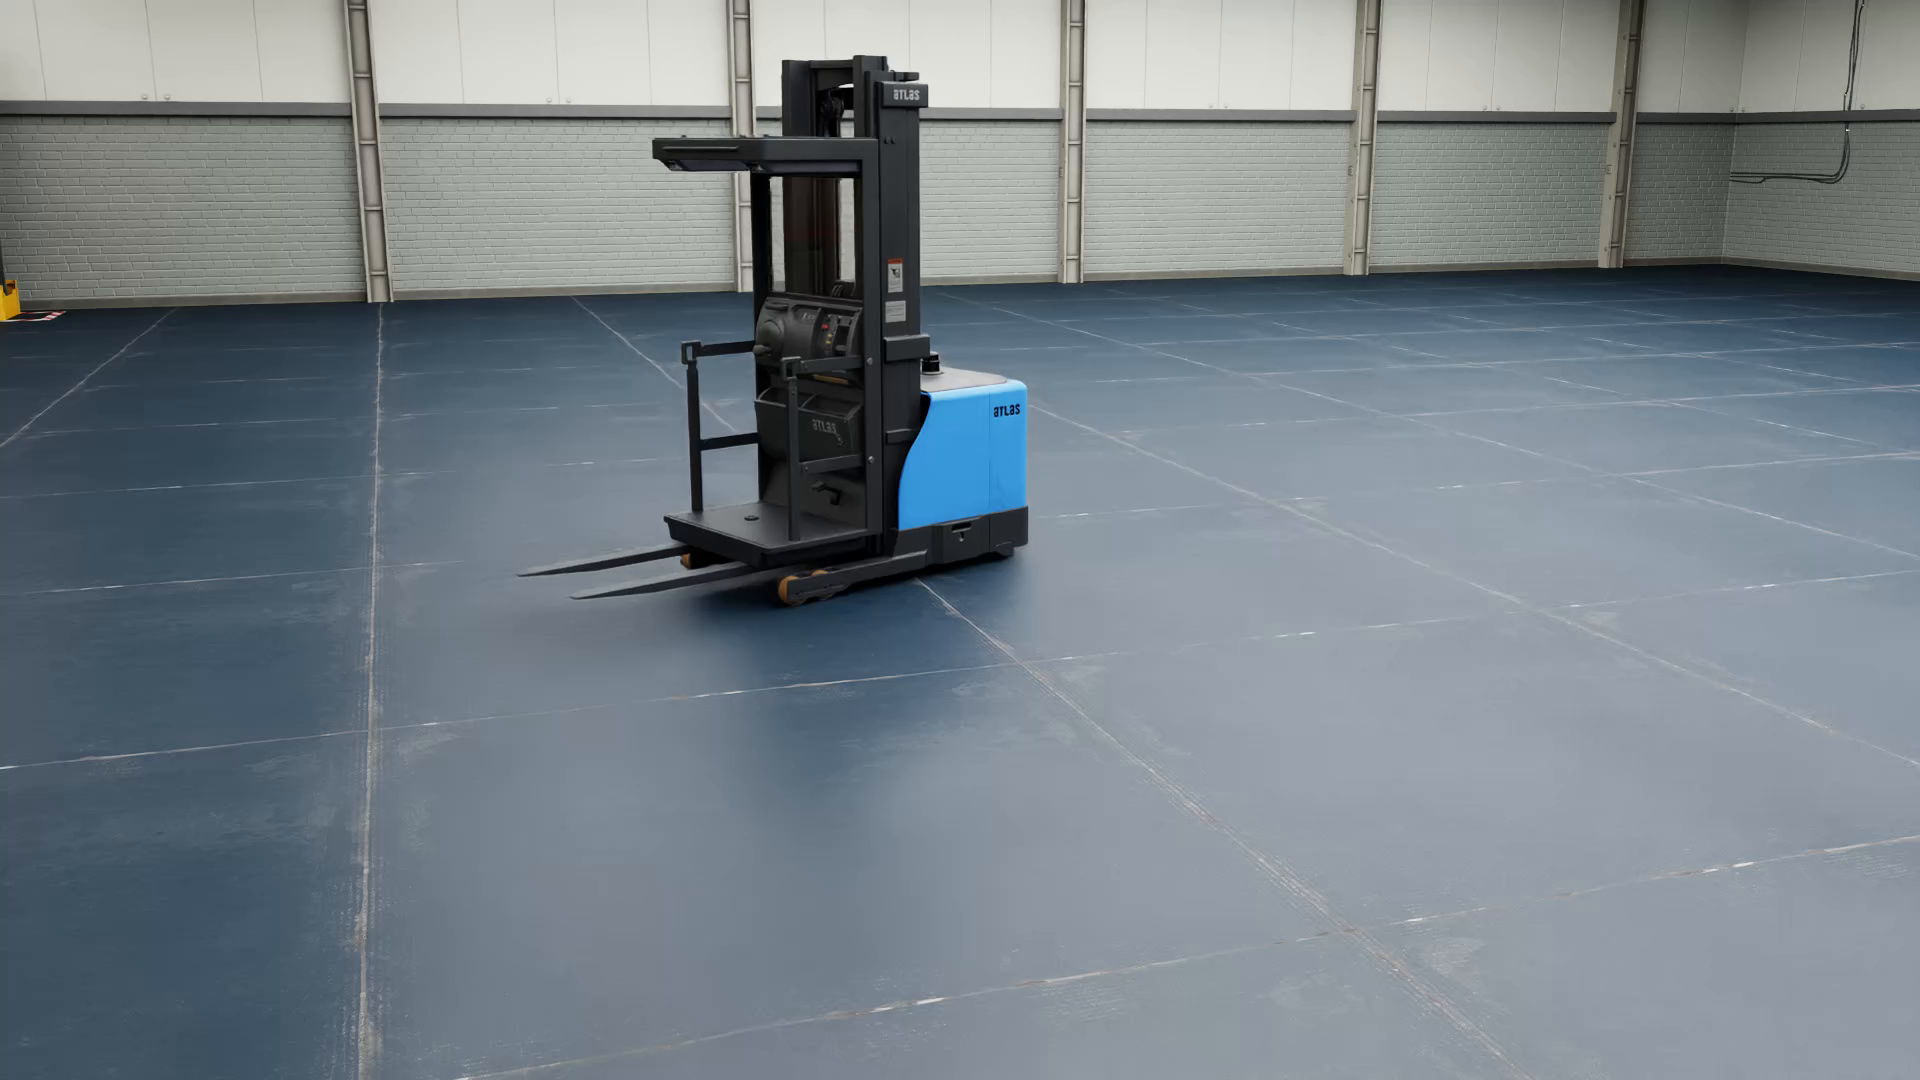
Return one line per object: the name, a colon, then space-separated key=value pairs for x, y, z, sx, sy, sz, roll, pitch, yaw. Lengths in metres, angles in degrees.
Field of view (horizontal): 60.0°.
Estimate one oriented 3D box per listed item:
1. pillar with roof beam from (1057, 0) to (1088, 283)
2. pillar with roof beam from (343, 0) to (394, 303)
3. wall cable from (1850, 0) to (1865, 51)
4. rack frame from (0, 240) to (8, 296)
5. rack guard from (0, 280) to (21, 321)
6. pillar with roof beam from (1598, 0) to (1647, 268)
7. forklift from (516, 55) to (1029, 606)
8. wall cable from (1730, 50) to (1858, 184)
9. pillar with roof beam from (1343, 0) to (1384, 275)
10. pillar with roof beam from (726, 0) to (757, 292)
pillar with roof beam: x=3.397 y=-8.172 z=25.553 sx=0.400 sy=9.000 sz=9.100 roll=-4 pitch=14 yaw=-18
pillar with roof beam: x=-7.976 y=-7.286 z=21.829 sx=0.400 sy=9.000 sz=9.100 roll=-4 pitch=14 yaw=-18
wall cable: x=17.474 y=-10.282 z=30.221 sx=0.112 sy=2.526 sz=3.097 roll=-4 pitch=14 yaw=-18
rack frame: x=-14.088 y=-4.723 z=24.016 sx=0.127 sy=3.000 sz=1.000 roll=-4 pitch=14 yaw=-18
rack guard: x=-14.066 y=-3.509 z=24.313 sx=0.348 sy=0.500 sz=1.175 roll=-4 pitch=14 yaw=-18
pillar with roof beam: x=14.771 y=-9.058 z=29.276 sx=0.400 sy=9.000 sz=9.100 roll=-4 pitch=14 yaw=-18
forklift: x=-1.025 y=-1.200 z=9.355 sx=3.031 sy=2.935 sz=1.130 roll=-11 pitch=17 yaw=-39
wall cable: x=16.611 y=-8.419 z=33.300 sx=0.112 sy=2.526 sz=3.097 roll=-4 pitch=14 yaw=-18
pillar with roof beam: x=9.084 y=-8.615 z=27.414 sx=0.400 sy=9.000 sz=9.100 roll=-4 pitch=14 yaw=-18
pillar with roof beam: x=-2.289 y=-7.729 z=23.691 sx=0.400 sy=9.000 sz=9.100 roll=-4 pitch=14 yaw=-18
